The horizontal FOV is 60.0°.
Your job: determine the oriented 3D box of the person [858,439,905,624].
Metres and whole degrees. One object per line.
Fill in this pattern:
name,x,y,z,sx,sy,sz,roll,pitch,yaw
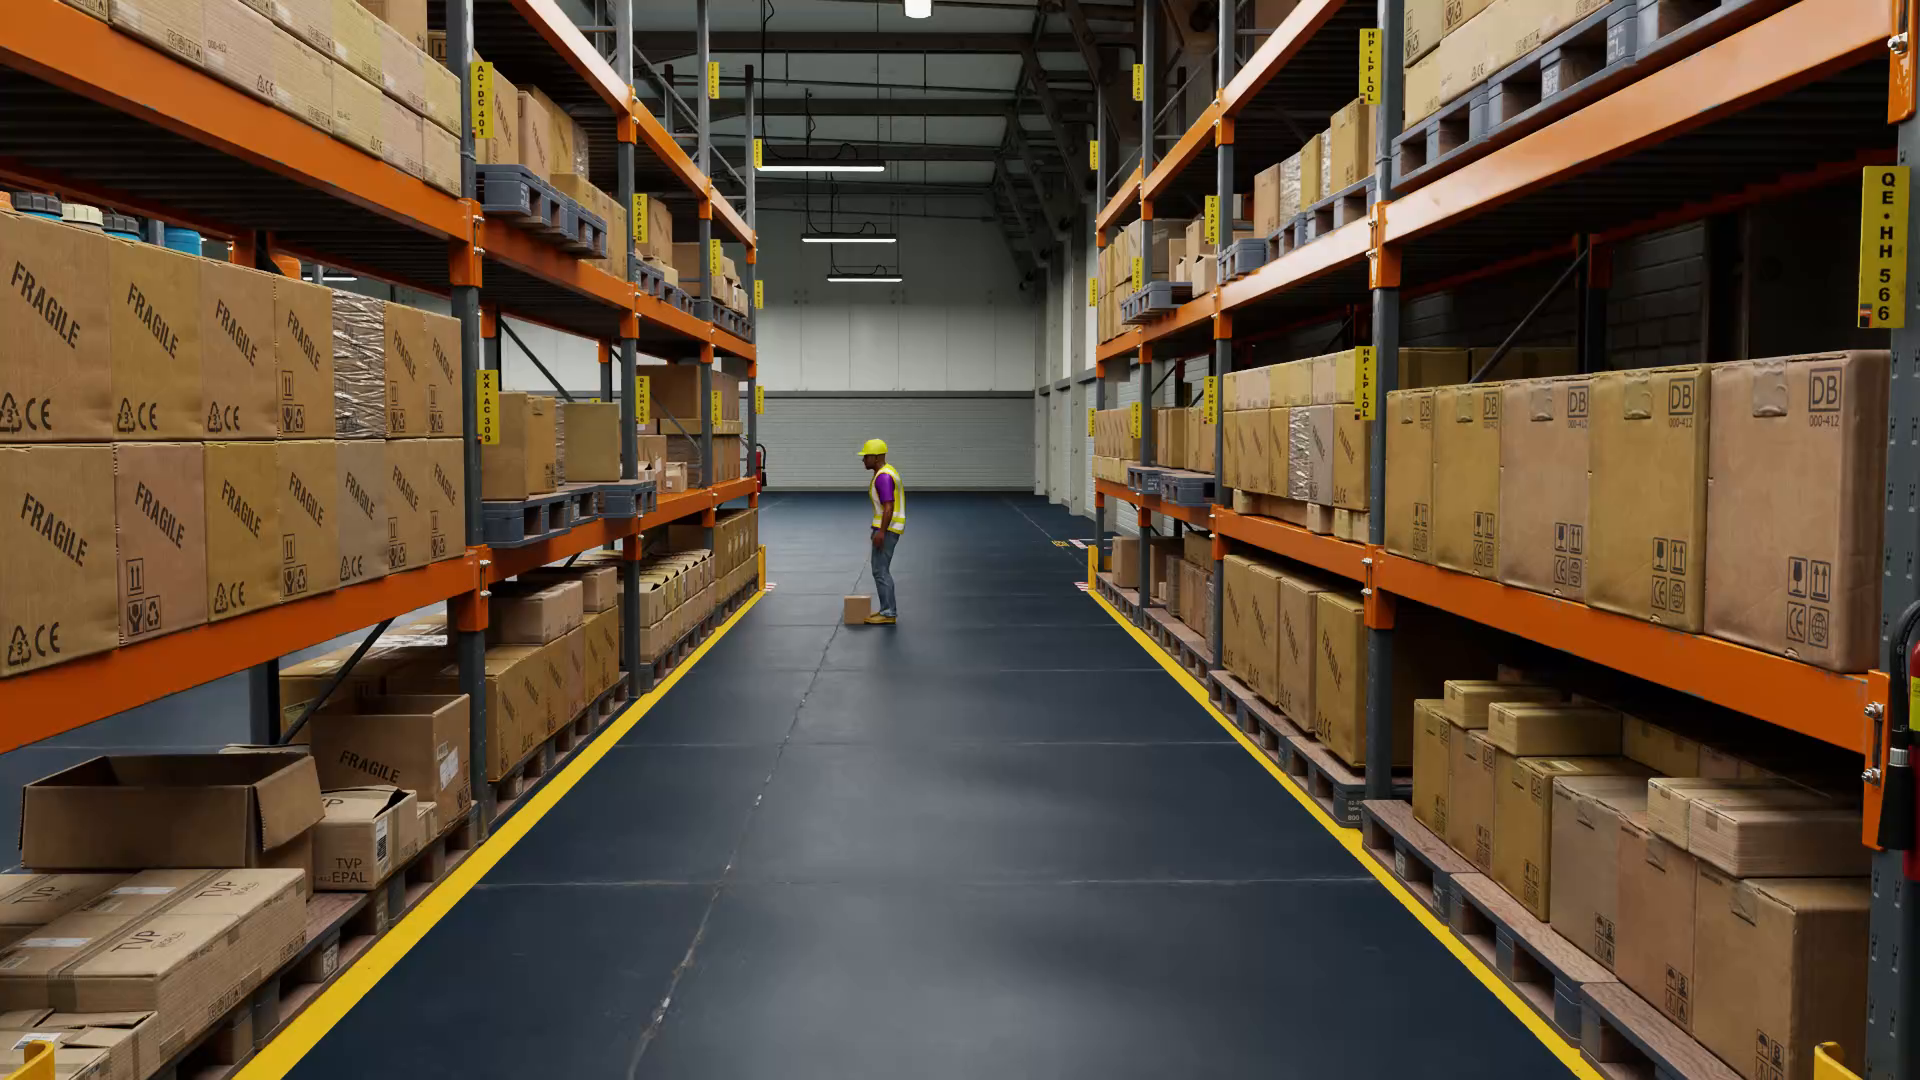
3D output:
person,-0.751,-0.084,15.901,0.455,1.761,0.635,0,4,-5
